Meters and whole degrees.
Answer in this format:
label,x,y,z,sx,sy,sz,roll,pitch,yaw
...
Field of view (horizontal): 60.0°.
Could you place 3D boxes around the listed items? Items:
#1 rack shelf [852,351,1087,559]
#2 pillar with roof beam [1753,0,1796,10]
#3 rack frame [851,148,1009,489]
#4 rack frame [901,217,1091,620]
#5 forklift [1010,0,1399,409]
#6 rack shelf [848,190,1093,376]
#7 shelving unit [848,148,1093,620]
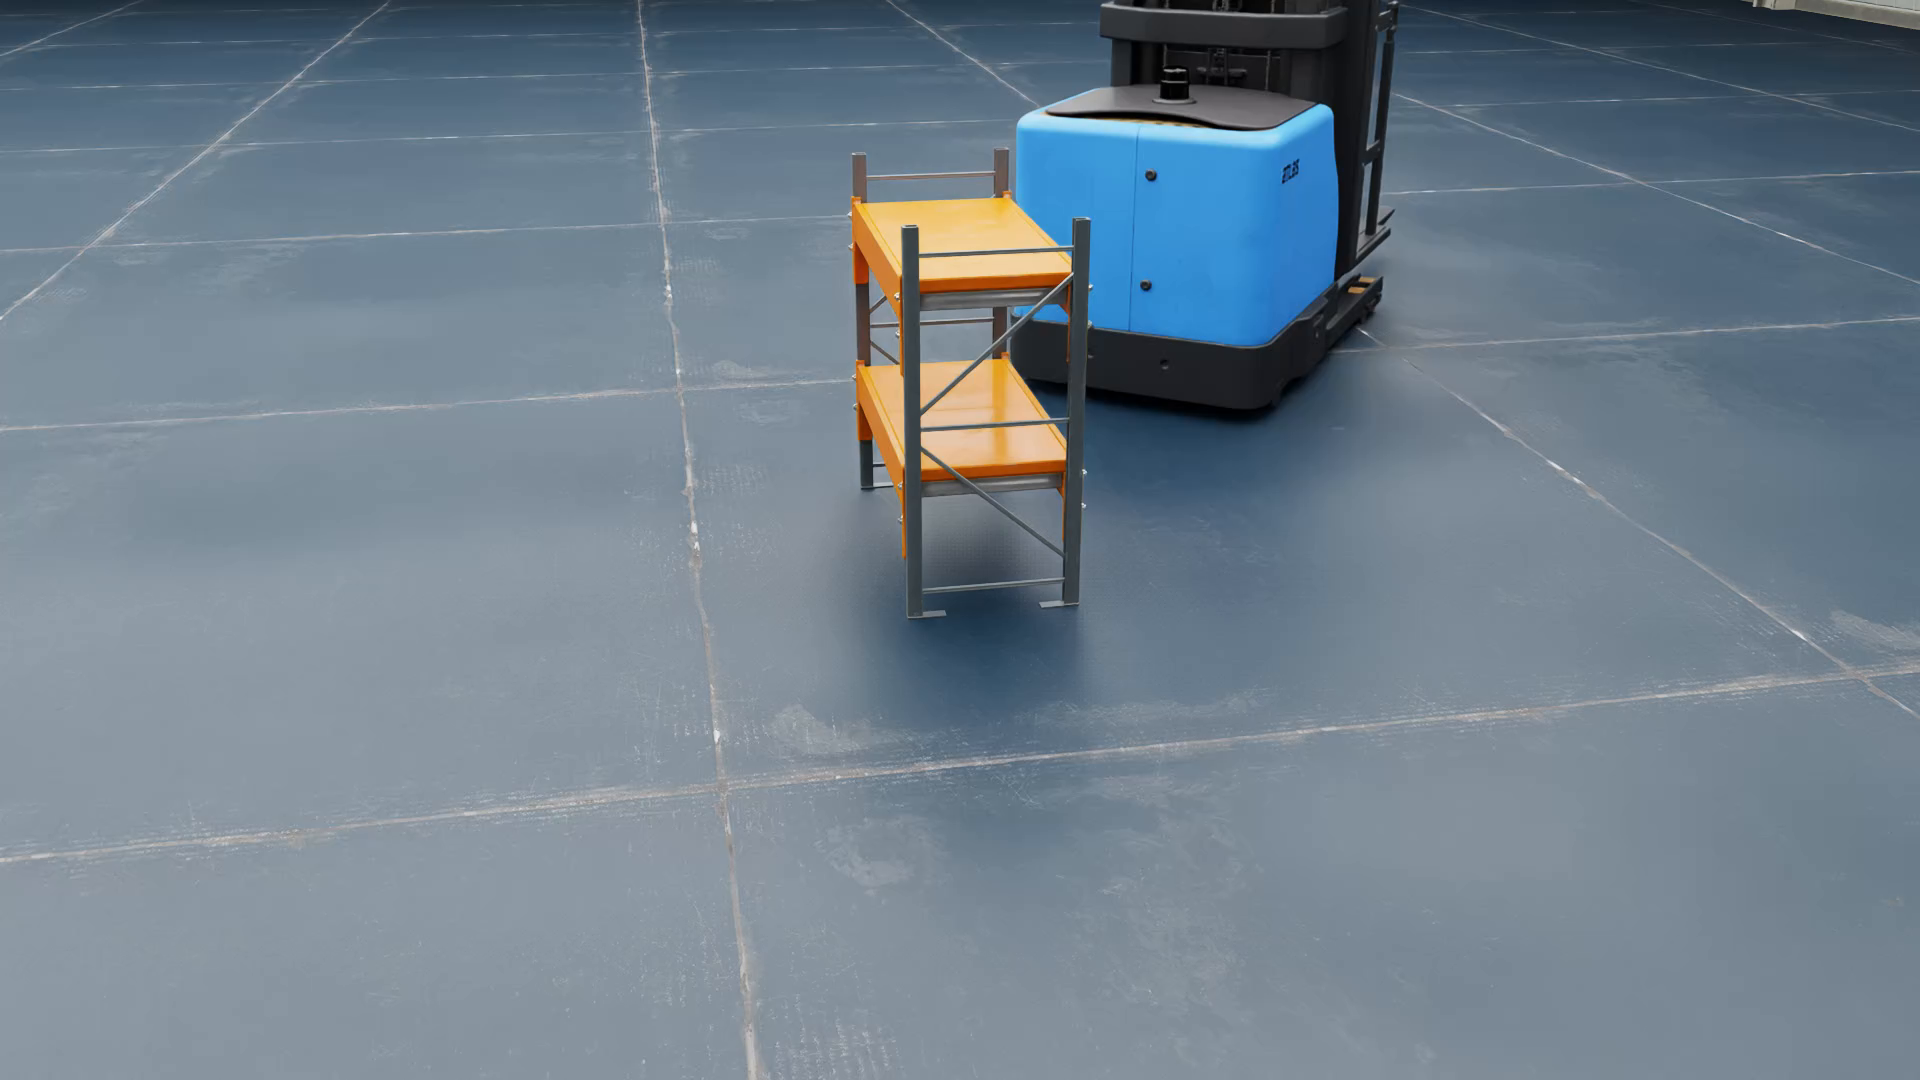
label,x,y,z,sx,sy,sz,roll,pitch,yaw
rack shelf,0.001,-0.289,5.117,0.538,0.278,1.000,-4,24,-10
pillar with roof beam,5.395,-10.096,17.123,9.100,9.000,0.400,-4,24,-10
rack frame,-0.093,-0.713,5.477,0.500,1.125,0.032,-4,24,-10
rack frame,0.095,-0.313,4.561,0.500,1.125,0.032,-4,24,-10
forklift,1.294,-2.384,7.047,1.130,2.935,3.031,11,26,24
rack shelf,0.001,-0.781,4.902,0.538,0.278,1.000,-4,24,-10
shelving unit,0.001,-0.513,5.019,0.538,1.125,1.048,-4,24,-10
